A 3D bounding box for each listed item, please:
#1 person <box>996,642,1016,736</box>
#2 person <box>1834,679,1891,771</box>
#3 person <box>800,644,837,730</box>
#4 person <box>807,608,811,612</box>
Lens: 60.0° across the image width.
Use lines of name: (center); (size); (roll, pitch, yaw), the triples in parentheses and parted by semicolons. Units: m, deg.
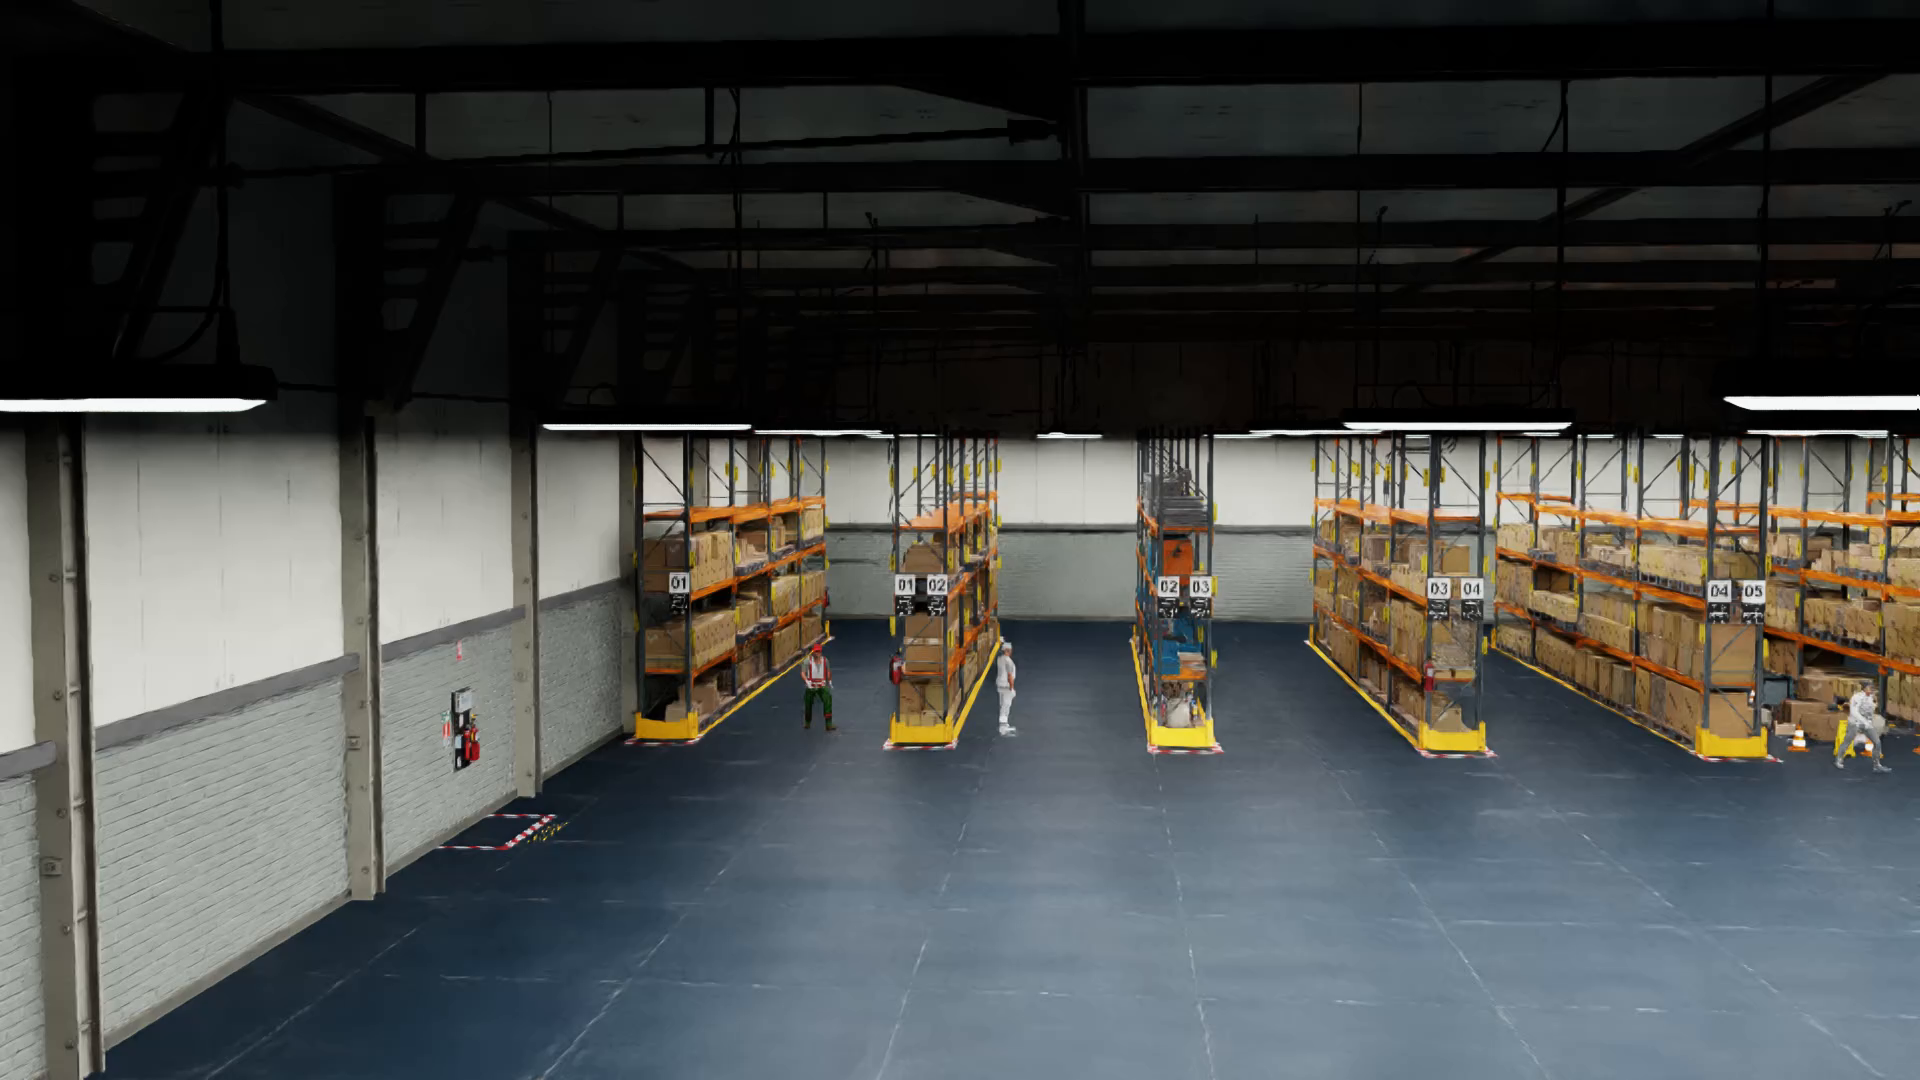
person: (0.937, 2.866, 32.297); (0.468, 1.794, 0.625); (-1, 4, -22)
person: (15.590, 3.178, 28.790); (0.626, 1.606, 0.798); (-1, 4, -14)
person: (-2.818, 2.881, 32.786); (0.686, 1.716, 0.829); (-1, 4, -13)
person: (-4.715, 1.910, 49.261); (0.469, 1.719, 0.694); (3, 5, 44)
